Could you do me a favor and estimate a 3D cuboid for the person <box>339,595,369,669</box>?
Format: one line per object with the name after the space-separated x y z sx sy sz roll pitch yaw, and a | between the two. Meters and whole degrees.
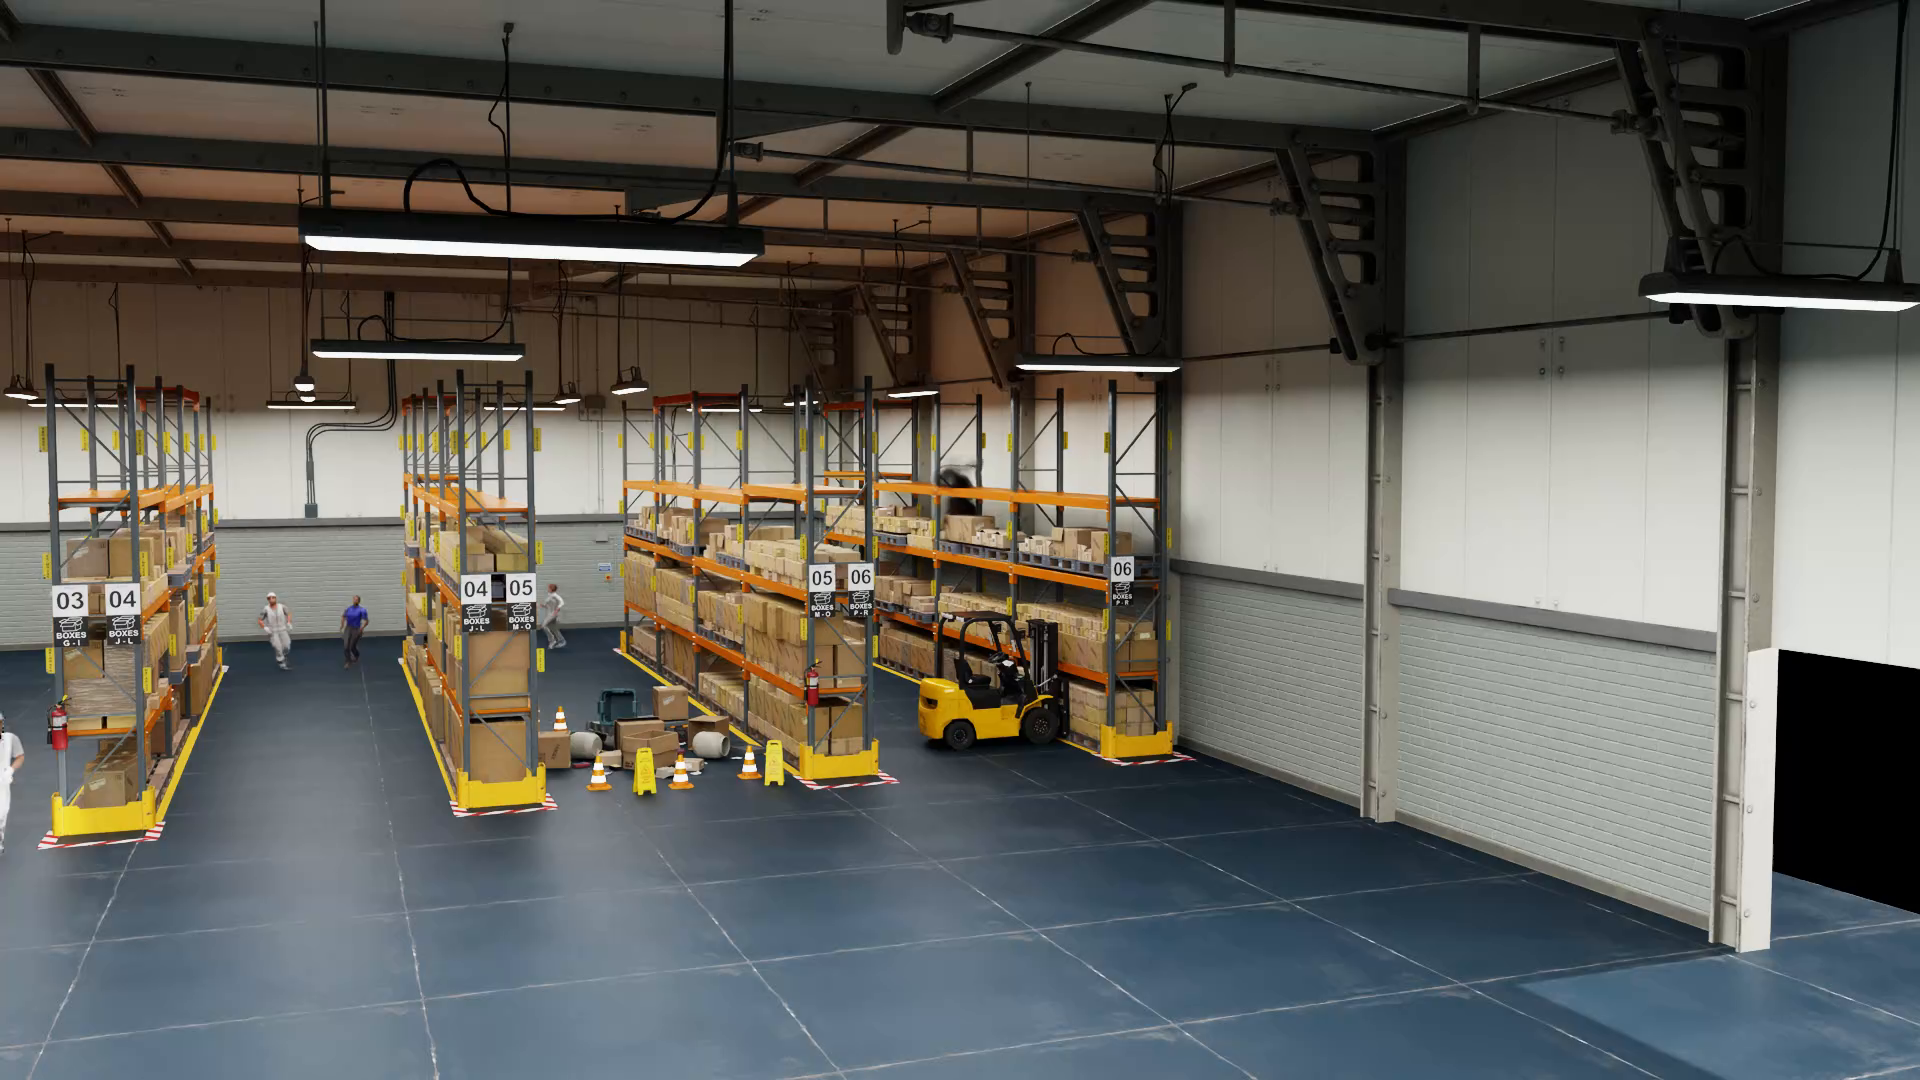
-13.510 2.042 37.126 0.632 1.619 0.544 0 3 3 | person

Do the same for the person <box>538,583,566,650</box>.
-9.886 1.852 40.260 0.667 1.607 0.508 -1 4 -22 | person

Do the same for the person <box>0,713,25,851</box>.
-11.618 2.956 19.978 0.691 1.807 0.717 -3 4 -37 | person

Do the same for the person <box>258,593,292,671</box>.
-15.011 2.007 36.475 0.704 1.726 0.507 -2 4 -34 | person
